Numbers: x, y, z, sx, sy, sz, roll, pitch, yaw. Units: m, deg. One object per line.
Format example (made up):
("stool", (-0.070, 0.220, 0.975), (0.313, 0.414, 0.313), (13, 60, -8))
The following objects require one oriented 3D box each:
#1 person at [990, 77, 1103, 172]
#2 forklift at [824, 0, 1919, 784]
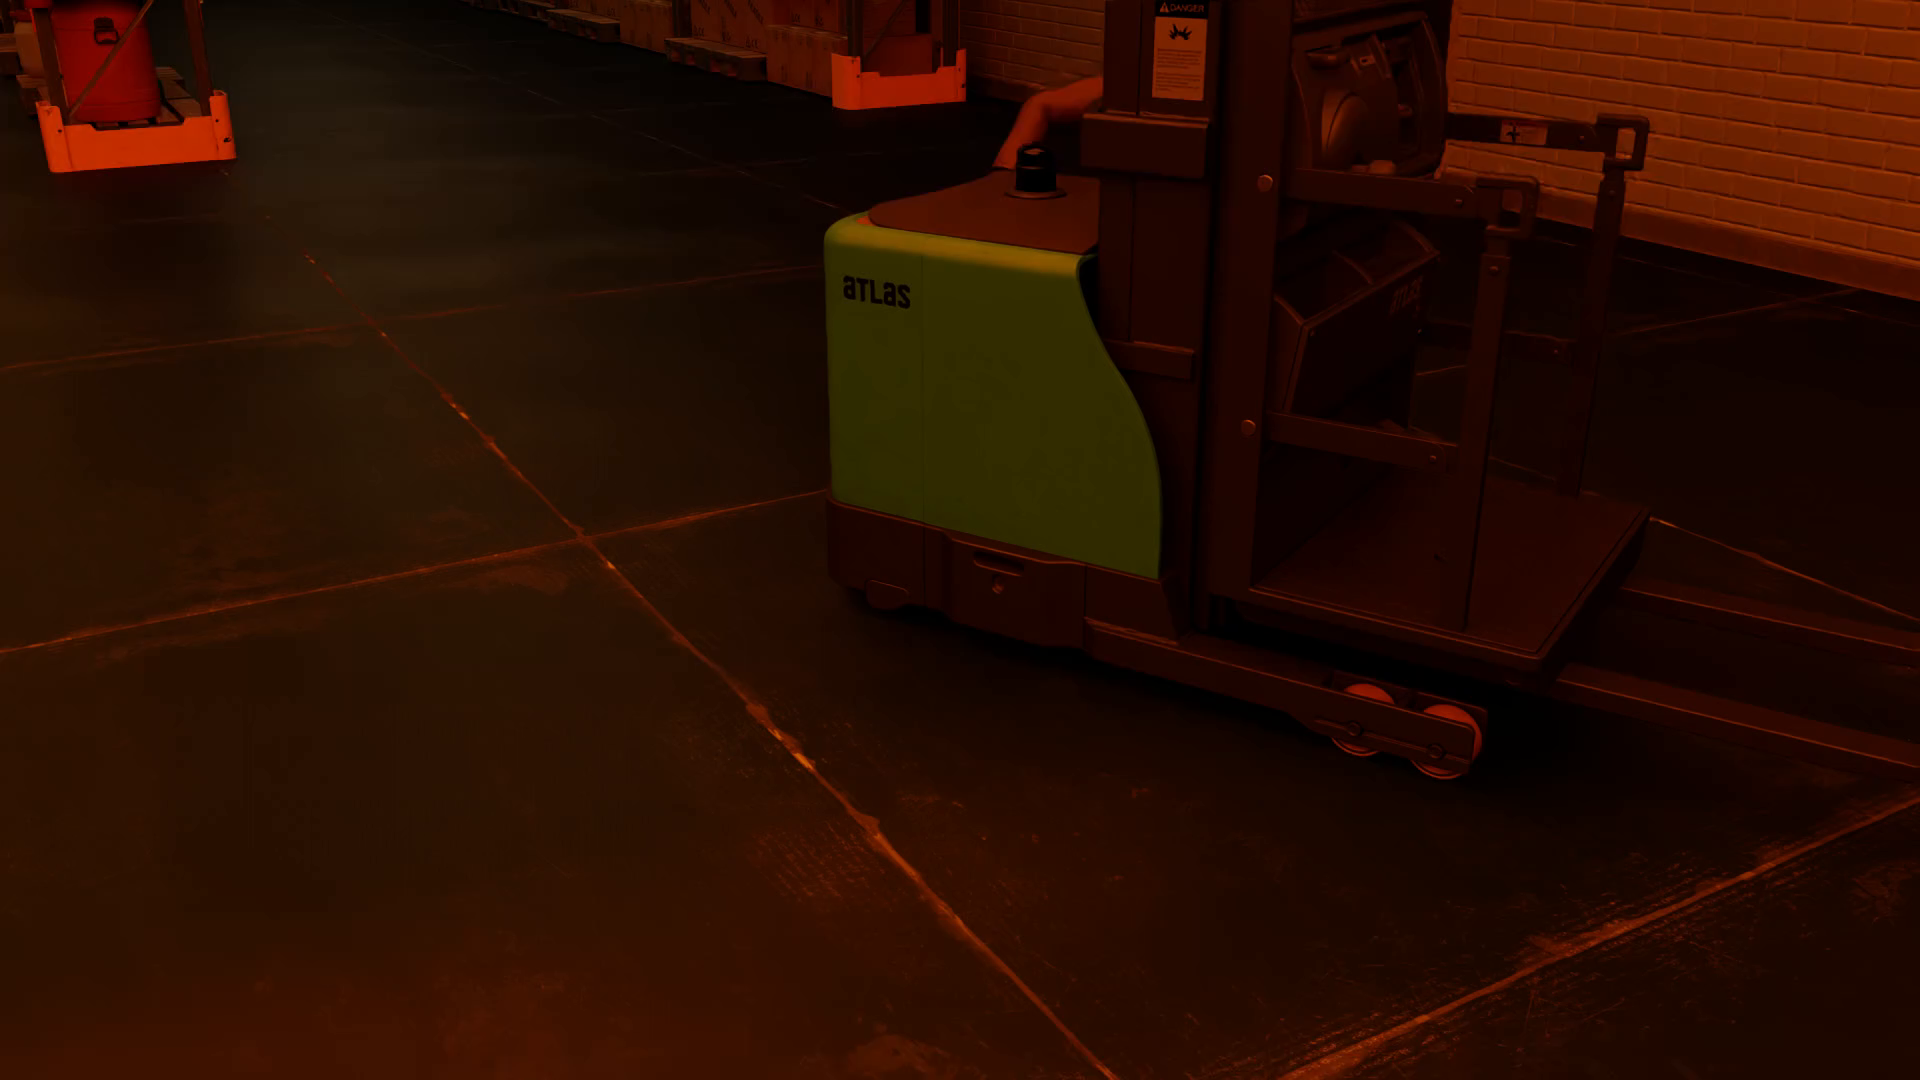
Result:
("person", (0.598, -0.829, 5.120), (1.097, 1.511, 0.893), (3, 22, 6))
("forklift", (1.143, -1.039, 3.806), (3.031, 2.935, 1.130), (14, 26, 30))
